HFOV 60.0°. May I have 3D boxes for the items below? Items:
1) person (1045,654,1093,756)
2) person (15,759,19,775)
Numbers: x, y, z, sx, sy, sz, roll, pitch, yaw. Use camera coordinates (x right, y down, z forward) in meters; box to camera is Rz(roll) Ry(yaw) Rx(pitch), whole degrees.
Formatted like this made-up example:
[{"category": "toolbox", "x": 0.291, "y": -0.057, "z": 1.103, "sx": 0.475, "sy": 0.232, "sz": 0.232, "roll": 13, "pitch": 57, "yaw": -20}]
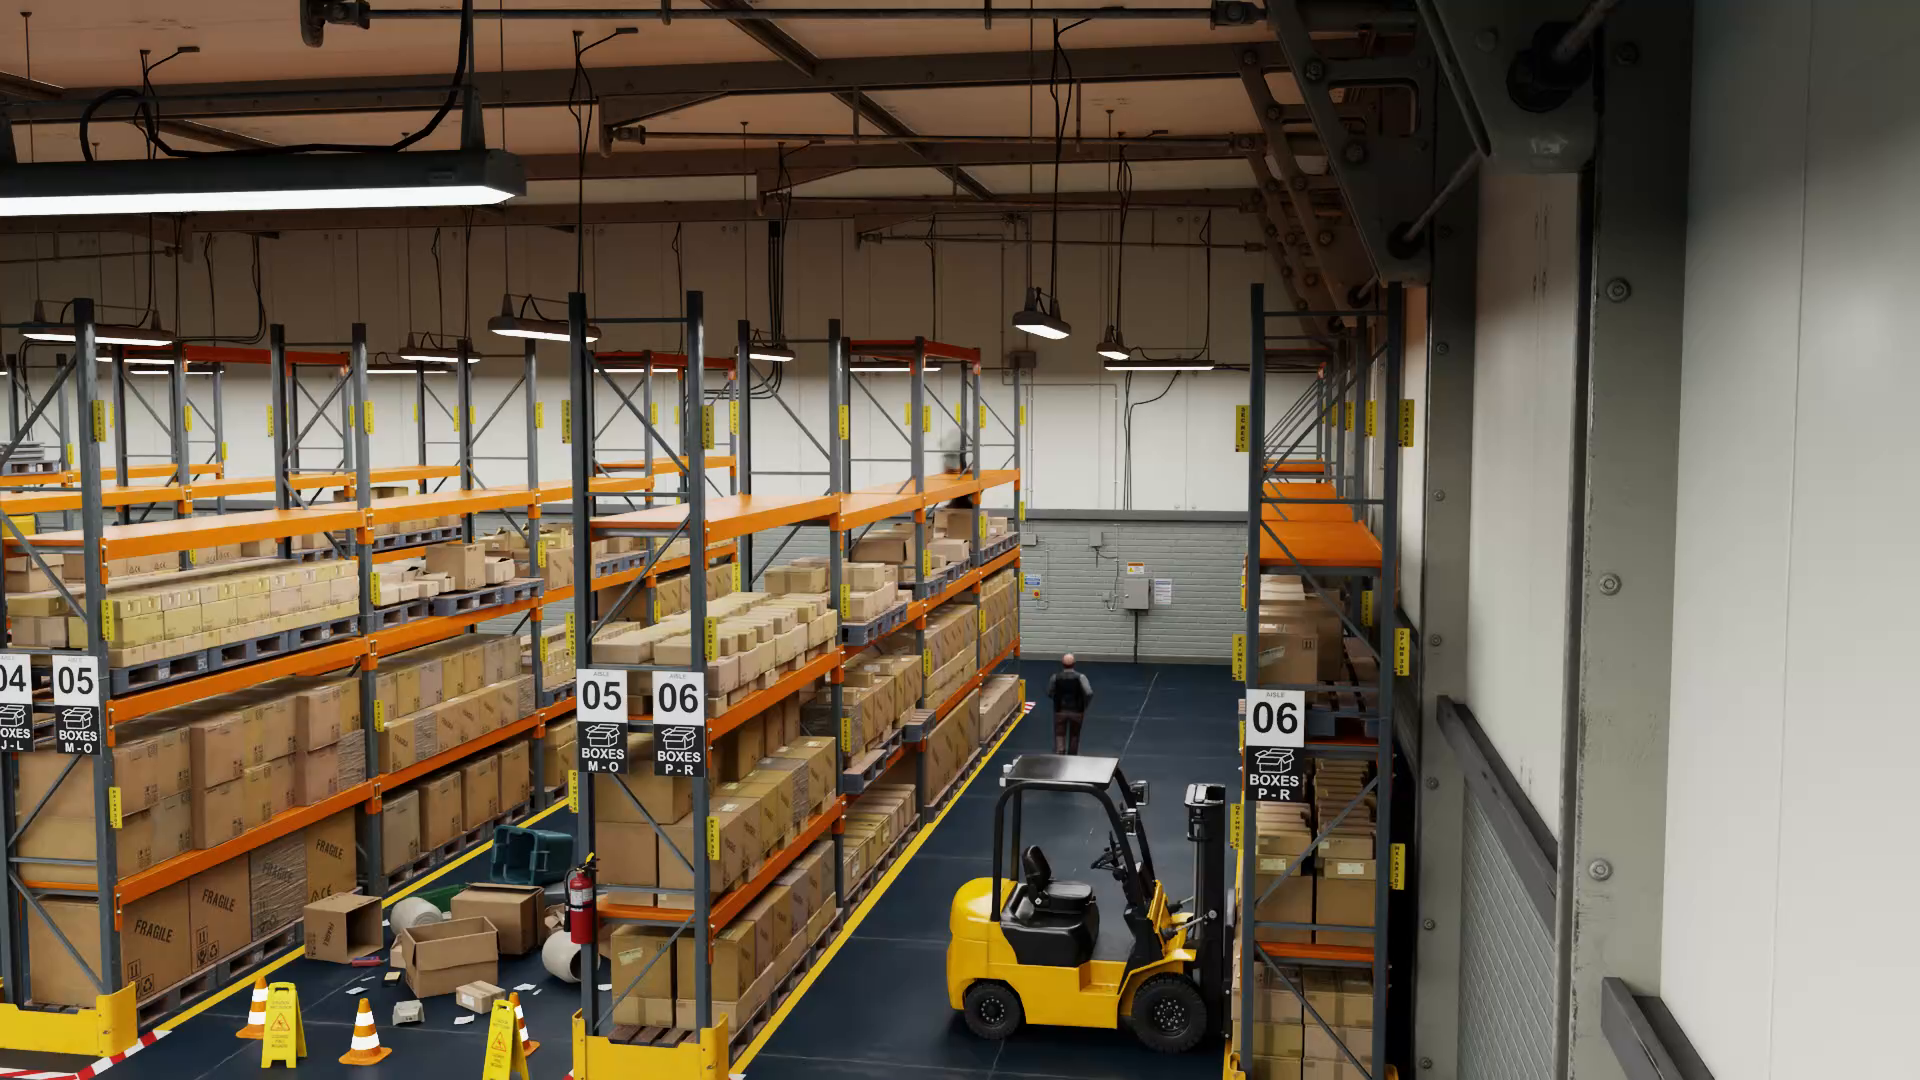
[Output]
[{"category": "person", "x": 1.538, "y": 2.440, "z": 23.435, "sx": 0.668, "sy": 1.688, "sz": 0.794, "roll": 0, "pitch": 5, "yaw": 6}, {"category": "person", "x": -13.073, "y": 2.397, "z": 23.153, "sx": 0.635, "sy": 1.836, "sz": 0.752, "roll": 0, "pitch": 5, "yaw": 2}]
